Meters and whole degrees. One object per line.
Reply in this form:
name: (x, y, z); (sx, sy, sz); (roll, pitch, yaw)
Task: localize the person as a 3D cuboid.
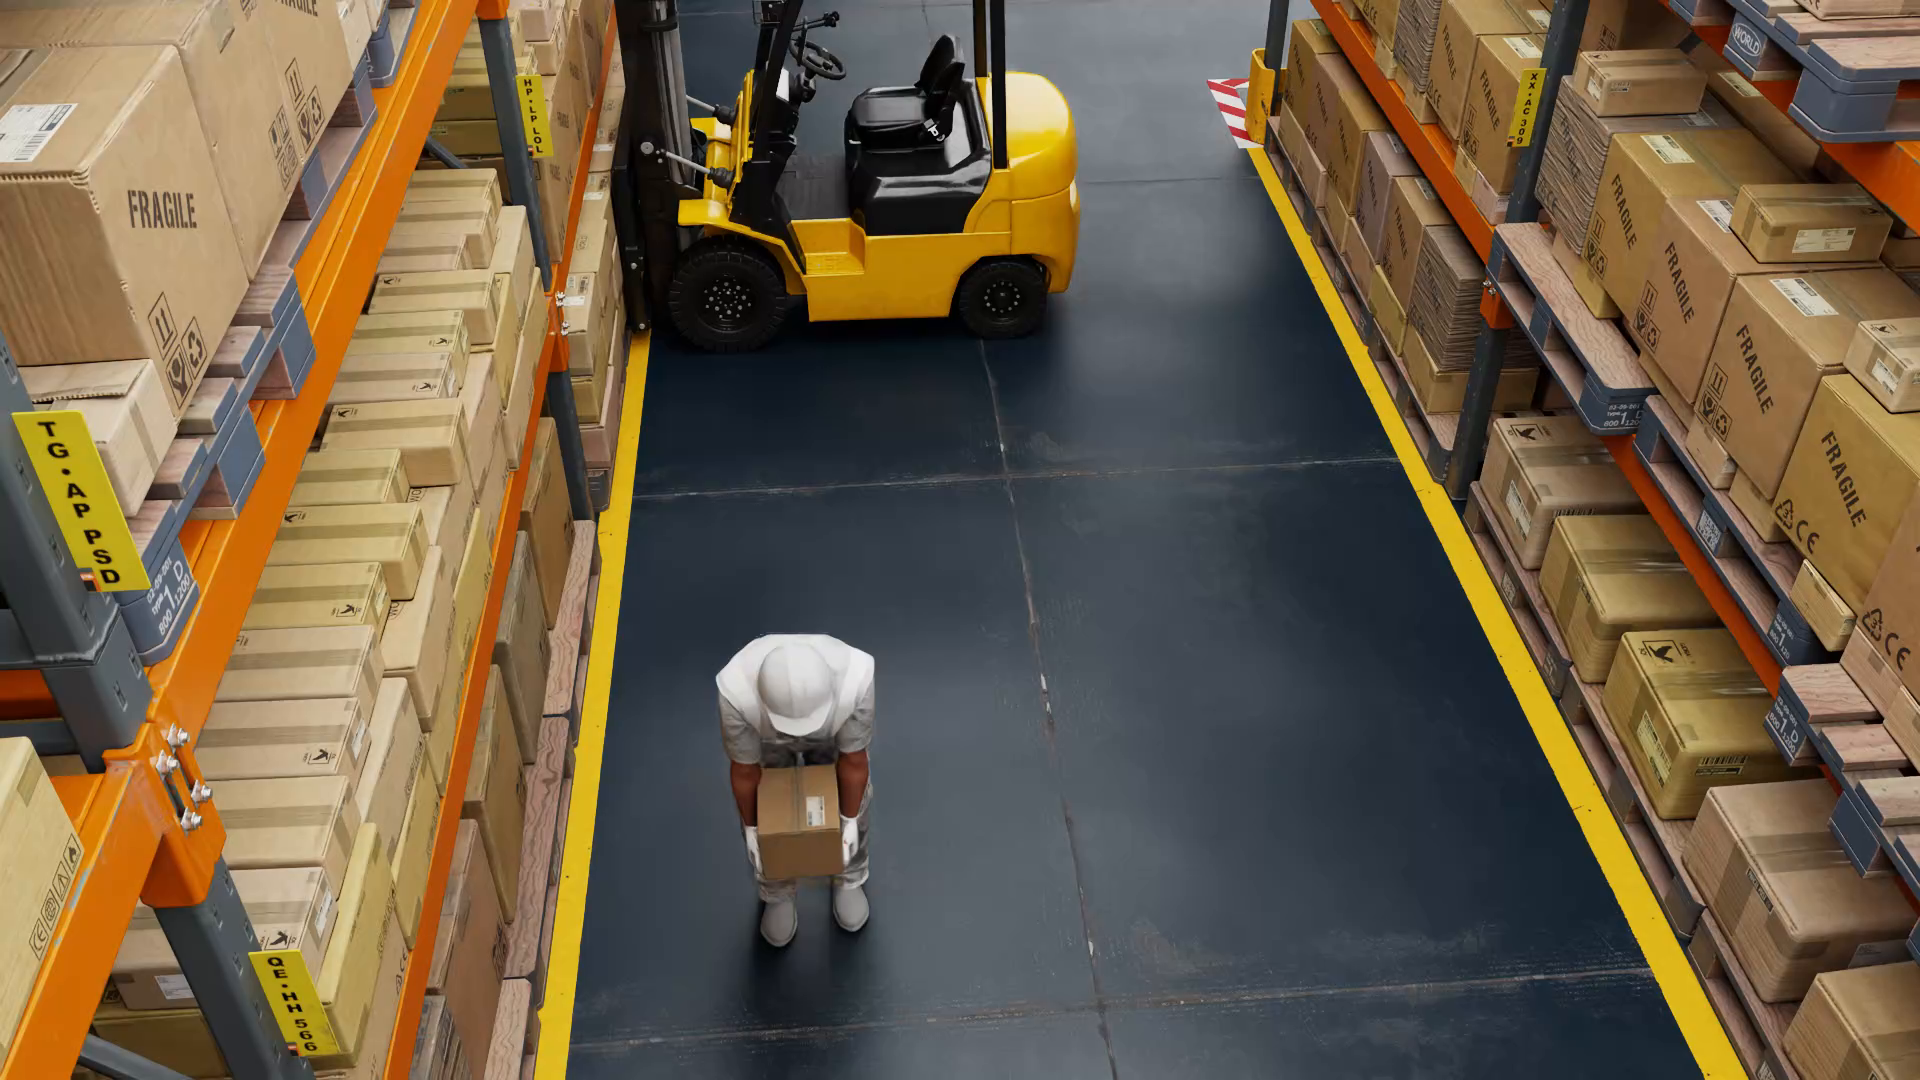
person: (-0.501, 0.764, 5.343); (0.481, 1.585, 0.786); (-4, 39, -5)
